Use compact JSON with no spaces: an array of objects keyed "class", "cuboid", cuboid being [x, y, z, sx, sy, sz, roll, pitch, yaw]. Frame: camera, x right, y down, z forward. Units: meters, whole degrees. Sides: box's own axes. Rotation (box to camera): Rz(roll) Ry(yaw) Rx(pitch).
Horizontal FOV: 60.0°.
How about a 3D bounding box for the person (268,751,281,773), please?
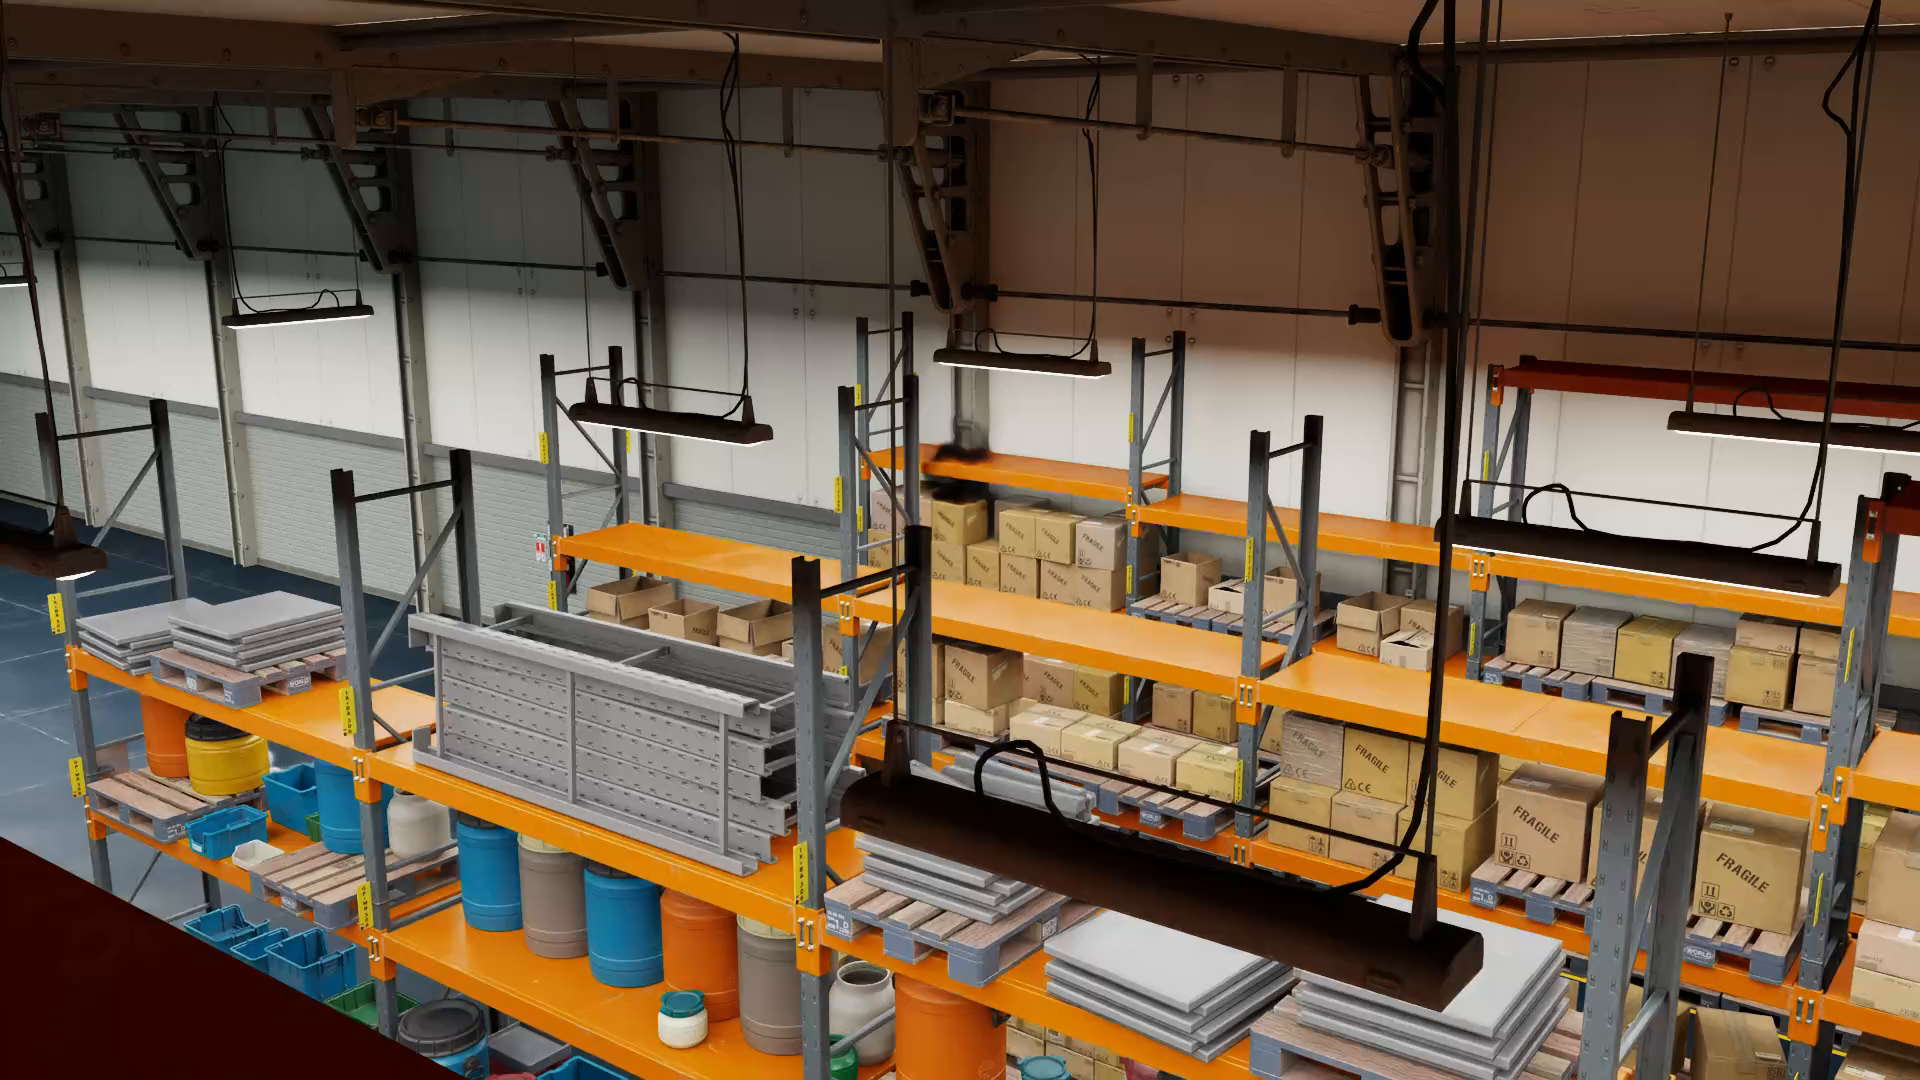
[{"class":"person","cuboid":[-7.537,3.102,18.008,0.594,1.744,0.661,-6,14,-23]}]
